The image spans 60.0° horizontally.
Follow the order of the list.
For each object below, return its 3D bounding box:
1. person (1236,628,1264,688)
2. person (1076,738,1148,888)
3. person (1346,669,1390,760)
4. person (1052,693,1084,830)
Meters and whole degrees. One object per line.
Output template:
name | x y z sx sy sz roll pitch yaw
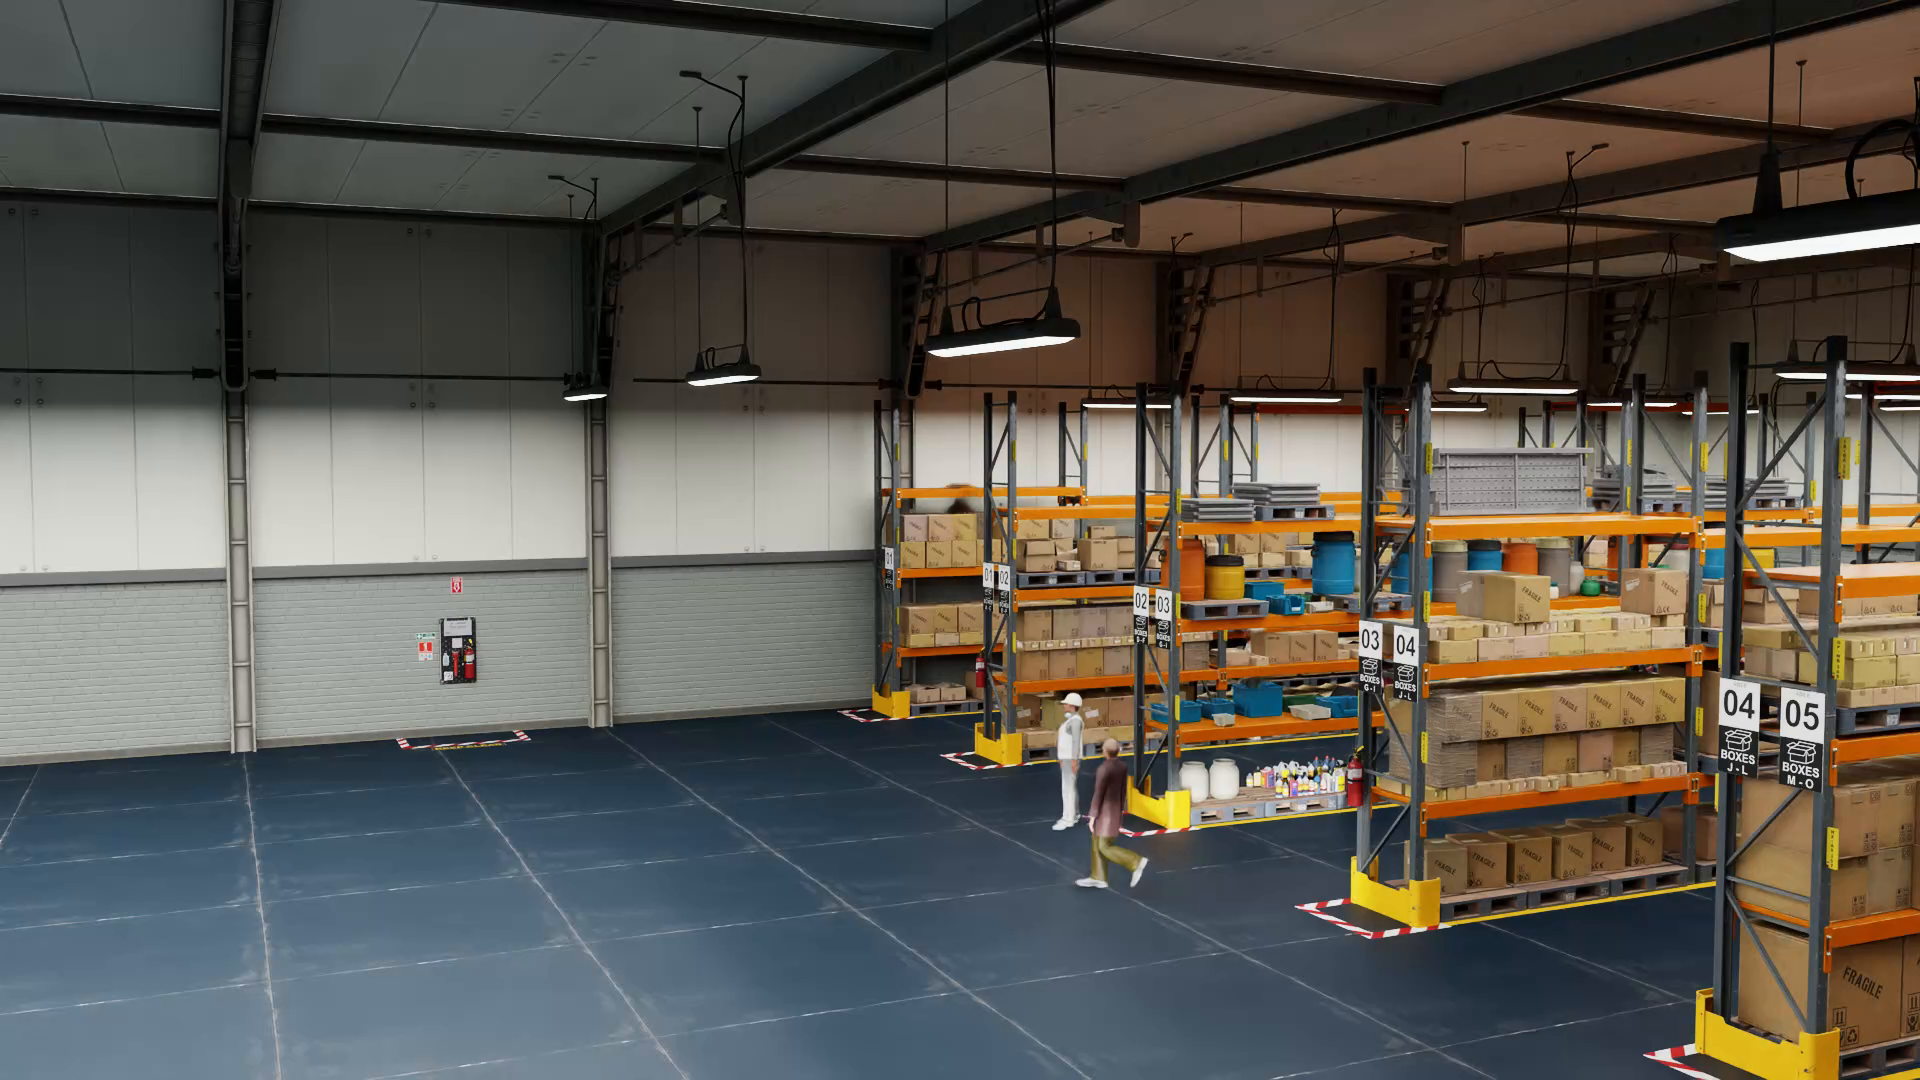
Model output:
person | 5.513 2.478 31.482 1.003 1.746 0.632 -1 4 -24
person | 1.754 3.159 19.163 0.811 1.765 0.534 0 3 3
person | 6.814 2.739 27.240 0.939 1.623 0.465 -1 4 -23
person | 1.454 2.973 22.503 0.434 1.791 0.631 0 3 1
